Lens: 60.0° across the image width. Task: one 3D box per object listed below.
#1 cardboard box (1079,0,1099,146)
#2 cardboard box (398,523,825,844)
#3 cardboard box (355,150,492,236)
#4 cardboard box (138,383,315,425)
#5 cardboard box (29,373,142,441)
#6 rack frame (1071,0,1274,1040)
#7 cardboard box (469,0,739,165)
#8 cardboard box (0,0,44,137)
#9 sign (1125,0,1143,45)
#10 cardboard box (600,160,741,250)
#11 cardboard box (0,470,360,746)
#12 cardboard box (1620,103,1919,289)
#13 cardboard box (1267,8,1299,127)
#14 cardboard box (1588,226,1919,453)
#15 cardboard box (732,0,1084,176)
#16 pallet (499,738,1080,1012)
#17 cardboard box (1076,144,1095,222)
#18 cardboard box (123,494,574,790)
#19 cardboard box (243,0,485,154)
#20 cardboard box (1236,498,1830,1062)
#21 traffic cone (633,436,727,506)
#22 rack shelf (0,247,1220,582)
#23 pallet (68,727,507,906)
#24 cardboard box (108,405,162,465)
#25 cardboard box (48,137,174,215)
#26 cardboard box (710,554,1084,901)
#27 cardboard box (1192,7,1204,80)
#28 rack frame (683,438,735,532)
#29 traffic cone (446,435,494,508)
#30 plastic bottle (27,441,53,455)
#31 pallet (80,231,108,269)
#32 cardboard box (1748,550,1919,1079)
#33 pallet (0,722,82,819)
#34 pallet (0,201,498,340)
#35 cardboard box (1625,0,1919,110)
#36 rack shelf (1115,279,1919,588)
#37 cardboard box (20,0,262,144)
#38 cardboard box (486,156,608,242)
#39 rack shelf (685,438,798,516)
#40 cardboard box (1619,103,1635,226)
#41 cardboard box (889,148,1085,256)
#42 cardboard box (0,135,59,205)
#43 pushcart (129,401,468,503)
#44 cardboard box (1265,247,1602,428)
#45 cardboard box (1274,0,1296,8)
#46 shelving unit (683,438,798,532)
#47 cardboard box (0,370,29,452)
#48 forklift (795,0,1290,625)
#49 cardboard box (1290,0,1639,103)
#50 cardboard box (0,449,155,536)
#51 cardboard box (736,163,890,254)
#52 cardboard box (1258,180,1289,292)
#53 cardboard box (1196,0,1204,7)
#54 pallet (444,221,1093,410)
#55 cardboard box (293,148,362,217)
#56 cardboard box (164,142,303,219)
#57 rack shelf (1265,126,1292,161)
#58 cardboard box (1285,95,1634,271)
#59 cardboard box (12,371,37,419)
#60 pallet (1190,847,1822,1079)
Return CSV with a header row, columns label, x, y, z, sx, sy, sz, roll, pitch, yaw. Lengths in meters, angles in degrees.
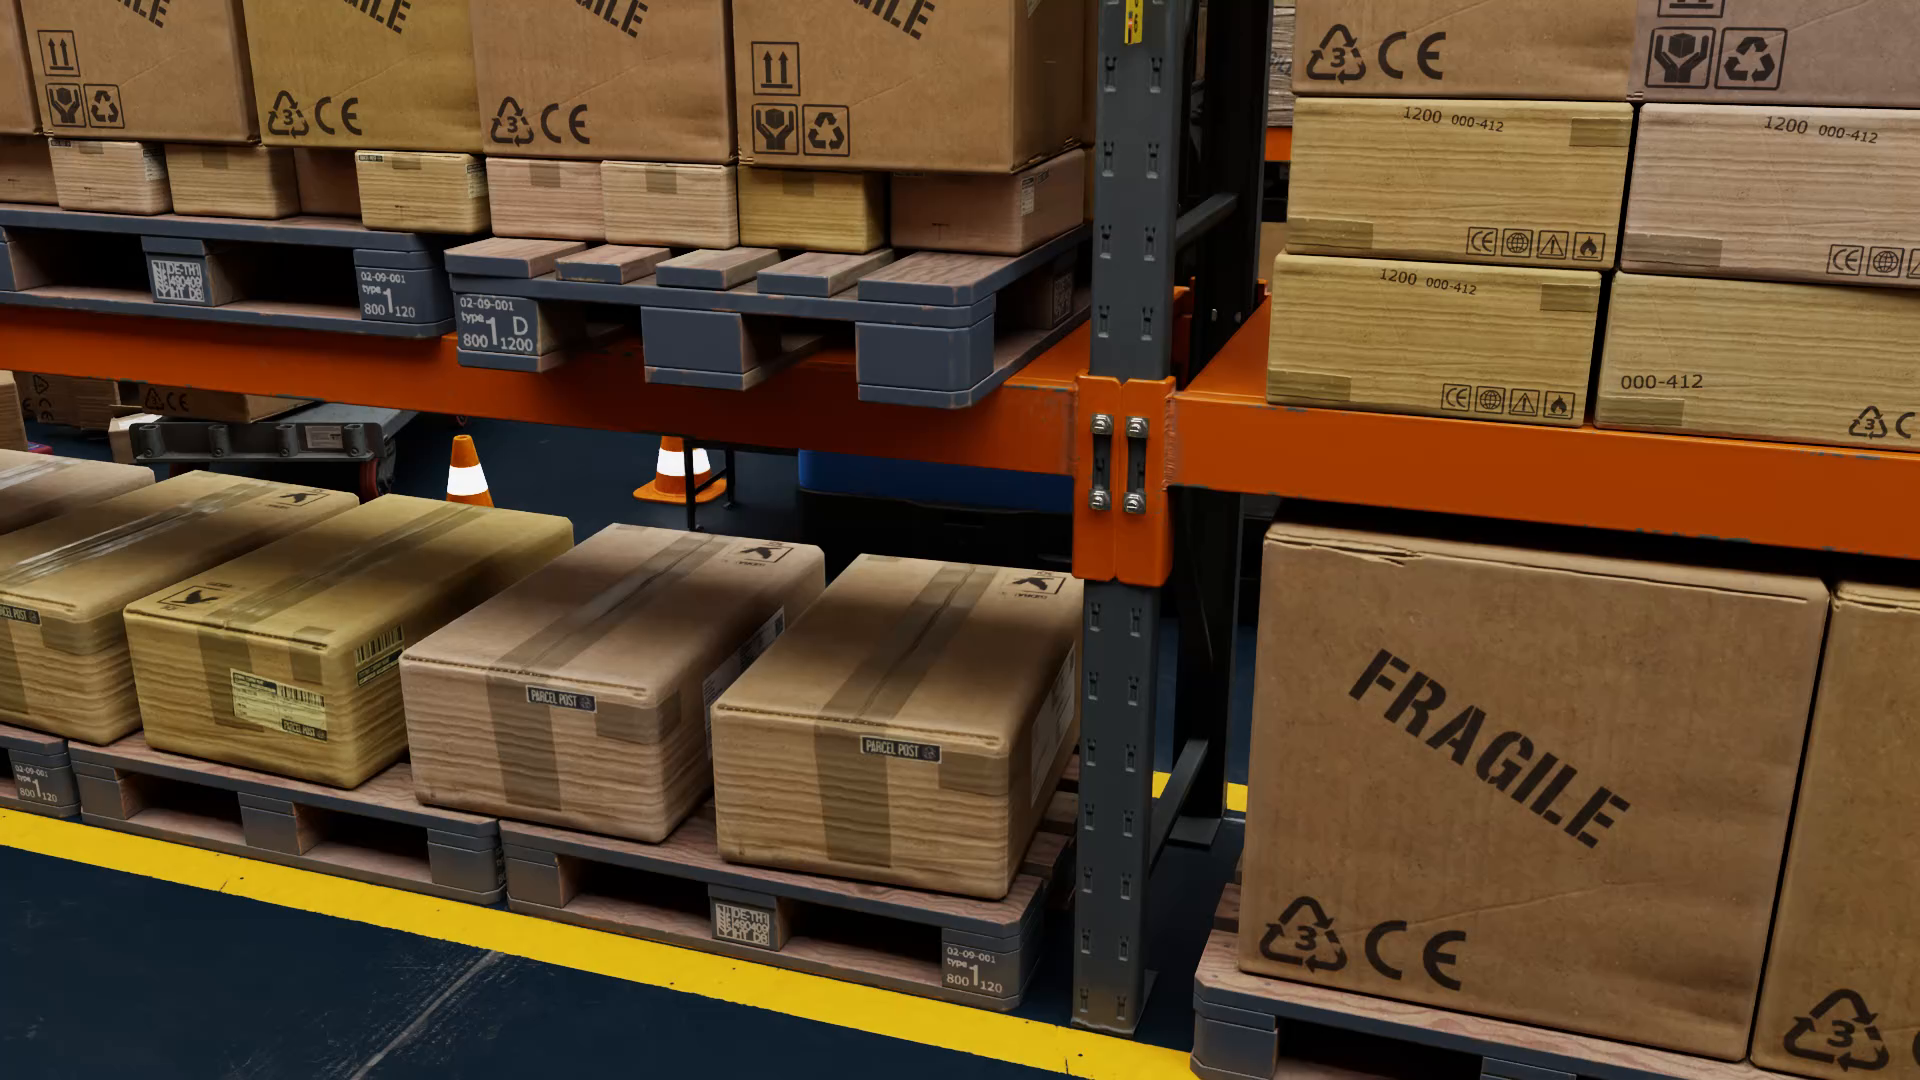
label,x,y,z,sx,sy,sz,roll,pitch,yaw
cardboard box,0.094,-1.104,3.445,0.500,0.500,0.500,6,20,17
cardboard box,-0.787,0.304,4.003,0.625,0.372,0.950,6,20,17
cardboard box,-0.973,-0.714,3.312,0.250,0.149,0.380,7,20,19
cardboard box,-2.779,-0.764,6.357,0.500,0.500,0.500,7,20,18
cardboard box,-3.737,-0.846,7.533,0.503,0.637,0.797,7,20,18
rack frame,0.443,-0.598,3.234,0.127,3.000,1.000,7,20,18
cardboard box,-0.569,-0.999,3.142,0.500,0.500,0.500,6,20,17
cardboard box,-2.050,-1.164,3.617,0.500,0.500,0.500,6,20,18
sign,0.274,-0.937,2.569,0.005,0.325,0.100,7,20,18
cardboard box,-0.473,-0.659,3.154,0.250,0.149,0.380,6,20,18
cardboard box,-2.159,0.145,4.457,0.625,0.372,0.950,8,21,21
cardboard box,1.329,-0.575,2.638,0.500,0.250,0.500,7,20,19
cardboard box,1.459,-2.160,7.564,0.500,0.500,0.500,7,20,18
cardboard box,1.314,-0.346,2.739,0.500,0.250,0.500,6,20,16
cardboard box,-0.077,-0.946,2.992,0.500,0.500,0.500,6,20,16
pallet,-0.294,0.634,3.936,1.213,0.211,1.003,7,20,18
cardboard box,0.197,-0.770,3.472,0.250,0.149,0.380,5,20,15
cardboard box,-1.501,0.220,4.243,0.625,0.372,0.950,7,20,20
cardboard box,-1.046,-1.053,3.298,0.500,0.500,0.500,5,20,14
cardboard box,1.069,0.308,3.226,0.875,0.875,0.875,6,20,18
traffic cone,-1.102,-0.413,6.557,0.334,0.463,0.336,7,20,18
rack shelf,-1.446,-0.474,3.972,4.000,0.370,1.077,7,20,18
pallet,-1.443,0.502,4.316,1.213,0.211,1.003,7,20,18
cardboard box,-3.400,-0.494,7.090,0.396,0.266,0.258,-7,20,-20
cardboard box,-1.695,-0.802,3.564,0.250,0.149,0.380,7,21,20
cardboard box,-0.087,0.381,3.781,0.625,0.372,0.950,5,20,14
cardboard box,0.988,-2.214,7.720,0.500,0.500,0.500,7,20,18
rack frame,-0.941,-1.073,5.965,0.015,2.100,0.400,5,20,15
traffic cone,-1.704,-0.133,5.755,0.334,0.463,0.336,7,20,18
plastic bottle,-3.939,-0.365,7.030,0.283,0.061,0.133,10,22,27
pallet,-2.661,-0.811,4.138,1.213,0.211,1.003,7,20,18
cardboard box,1.910,0.405,2.946,0.875,0.875,0.875,7,20,19
pallet,-2.599,0.371,4.692,1.213,0.211,1.003,7,20,18
pallet,-1.440,-0.708,3.842,1.213,0.211,1.003,7,20,18
cardboard box,1.301,-0.937,2.537,0.500,0.500,0.500,7,20,18
rack shelf,2.333,-0.042,2.732,4.000,0.370,1.077,7,20,18
cardboard box,-1.562,-1.112,3.468,0.500,0.500,0.500,6,20,16
cardboard box,-0.708,-0.689,3.239,0.250,0.149,0.380,6,20,15
rack shelf,-0.707,-0.377,6.137,0.480,0.518,0.431,5,20,15
cardboard box,1.470,-0.735,3.097,0.500,0.250,0.500,6,20,17
cardboard box,0.057,-0.640,3.098,0.250,0.149,0.380,7,21,20
cardboard box,-1.929,-0.847,3.692,0.250,0.149,0.380,7,20,18
pushcart,-2.634,-0.506,6.954,0.936,0.377,1.648,0,19,-1
cardboard box,0.823,-0.396,2.882,0.500,0.250,0.500,6,20,17
cardboard box,1.552,-2.719,7.647,0.500,0.500,0.700,6,20,18
shelving unit,-0.707,-1.051,5.902,0.503,2.100,0.431,5,20,15
cardboard box,-3.901,-0.389,6.430,0.500,0.500,0.500,-11,22,-29
forklift,1.011,-1.290,5.323,3.031,2.935,1.130,5,20,15
cardboard box,0.829,-0.988,2.682,0.500,0.500,0.500,6,20,16
cardboard box,-2.839,0.069,4.676,0.625,0.372,0.950,7,20,19
cardboard box,-0.220,-0.646,3.116,0.250,0.149,0.380,7,20,19
cardboard box,1.427,-1.377,8.250,0.750,0.750,1.050,6,20,17
cardboard box,1.073,-2.773,7.803,0.500,0.500,0.700,6,20,17
pallet,-0.265,-0.551,3.391,1.003,0.211,1.213,7,20,18
cardboard box,-1.169,-0.781,3.502,0.250,0.149,0.380,7,20,18
cardboard box,-1.433,-0.782,3.507,0.250,0.149,0.380,6,20,16
rack shelf,0.083,-2.024,8.419,4.000,0.370,1.077,7,20,18
cardboard box,0.841,-0.631,2.799,0.500,0.250,0.500,6,20,18
cardboard box,-4.624,-0.880,7.838,0.637,0.503,0.797,-7,20,-20
pallet,1.163,0.828,3.381,1.213,0.211,1.003,7,20,18
